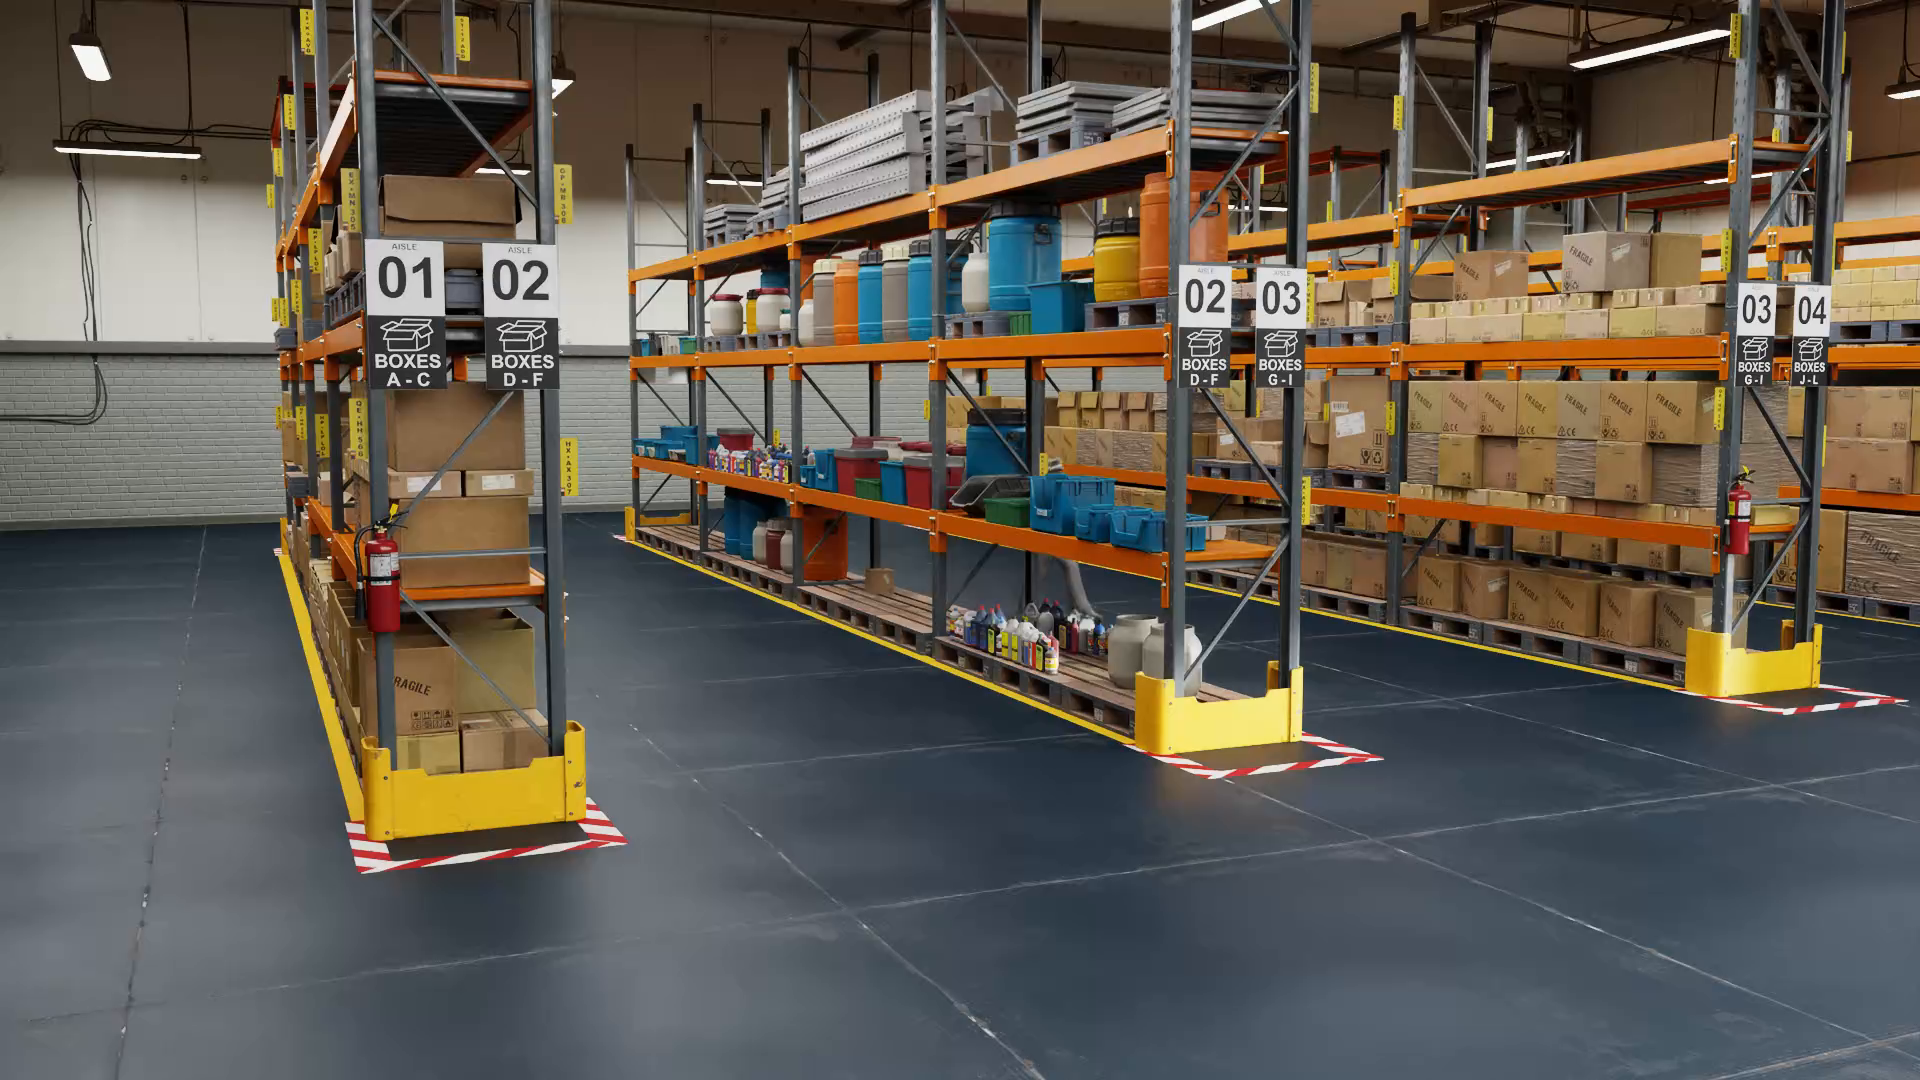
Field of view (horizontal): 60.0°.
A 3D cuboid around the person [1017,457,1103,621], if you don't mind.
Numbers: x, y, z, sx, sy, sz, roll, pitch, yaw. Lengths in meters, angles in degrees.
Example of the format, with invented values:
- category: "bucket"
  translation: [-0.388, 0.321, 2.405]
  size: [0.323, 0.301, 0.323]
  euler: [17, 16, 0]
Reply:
- category: "person"
  translation: [1.005, -0.017, 16.955]
  size: [0.902, 1.664, 0.460]
  euler: [3, 6, 29]
